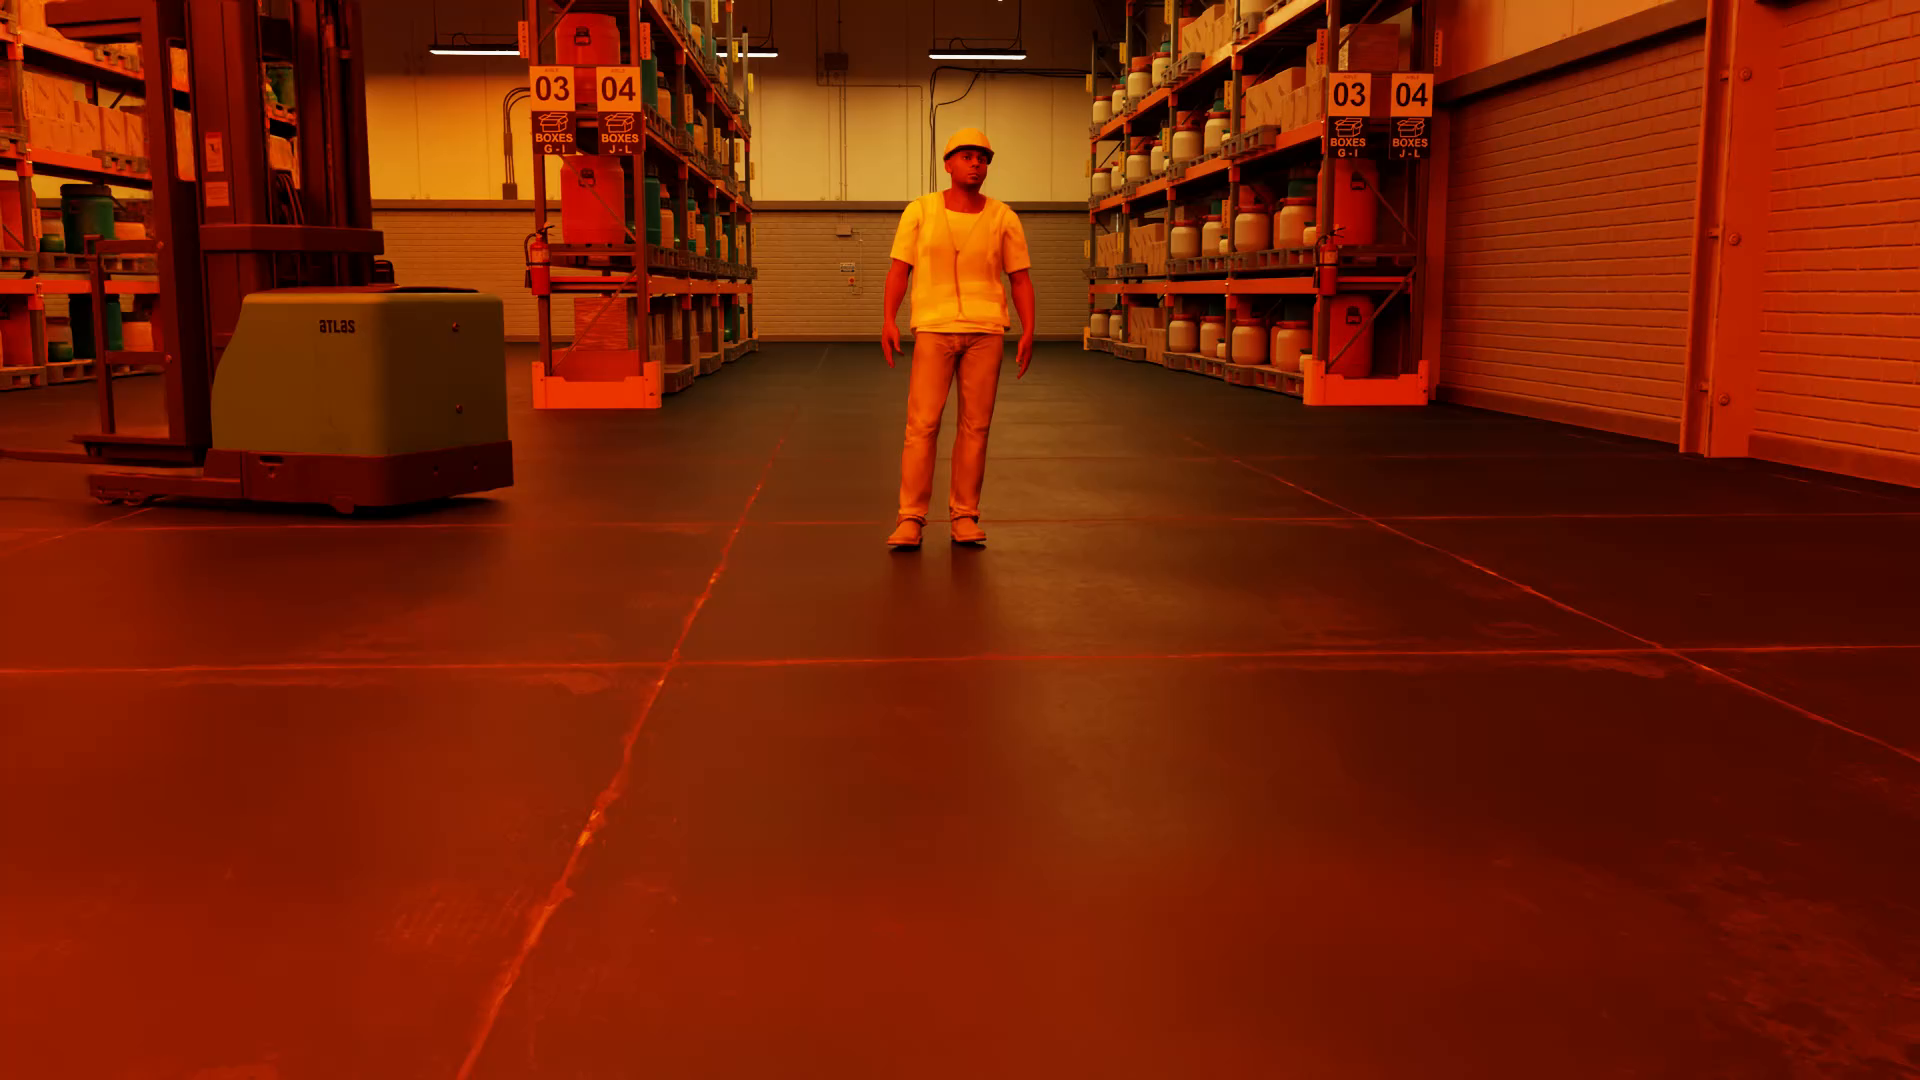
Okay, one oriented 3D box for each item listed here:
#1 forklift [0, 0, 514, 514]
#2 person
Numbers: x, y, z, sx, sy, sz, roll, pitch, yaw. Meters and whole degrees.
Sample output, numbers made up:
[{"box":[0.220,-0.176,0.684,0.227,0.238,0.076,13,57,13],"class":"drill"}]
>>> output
[{"box":[-3.921,-1.688,8.697,3.031,2.935,1.130,3,9,22],"class":"forklift"},{"box":[-0.001,-0.871,7.110,0.665,1.768,0.575,-1,8,-4],"class":"person"}]
